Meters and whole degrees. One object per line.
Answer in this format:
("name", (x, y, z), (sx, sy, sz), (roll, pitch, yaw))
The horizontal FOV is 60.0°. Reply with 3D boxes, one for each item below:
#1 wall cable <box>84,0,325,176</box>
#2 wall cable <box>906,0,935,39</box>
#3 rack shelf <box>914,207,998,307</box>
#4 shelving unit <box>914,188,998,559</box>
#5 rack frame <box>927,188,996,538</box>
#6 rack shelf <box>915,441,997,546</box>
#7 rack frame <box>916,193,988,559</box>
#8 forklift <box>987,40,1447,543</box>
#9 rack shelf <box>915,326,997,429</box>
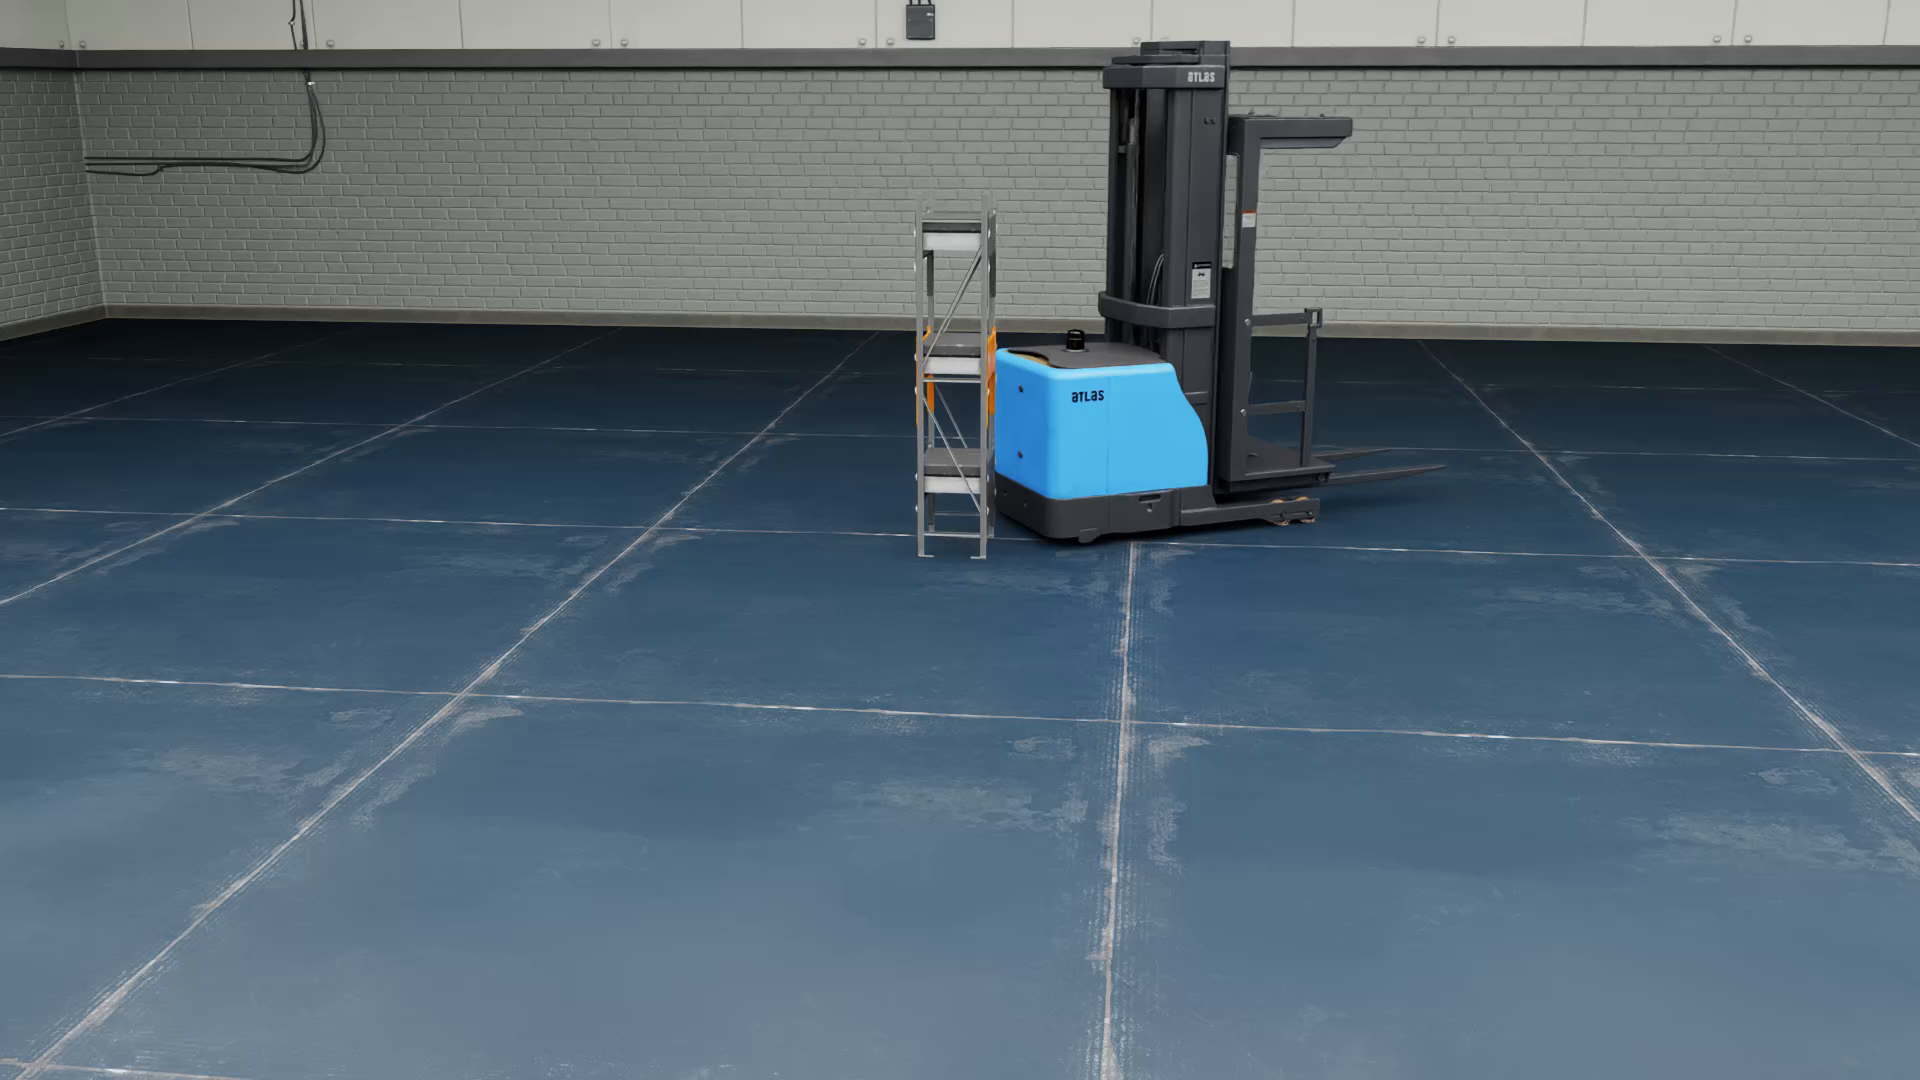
("wall cable", (-8.867, -5.476, 19.124), (3.097, 2.526, 0.112), (2, 15, 6))
("wall cable", (0.564, -8.333, 17.226), (2.305, 6.003, 0.169), (2, 15, 6))
("rack shelf", (-0.019, -1.633, 9.550), (0.431, 0.518, 0.480), (2, 15, 6))
("shelving unit", (-0.019, -0.971, 9.729), (0.431, 2.100, 0.503), (2, 15, 6))
("rack frame", (0.009, -1.034, 9.963), (0.400, 2.100, 0.015), (2, 15, 6))
("rack shelf", (-0.019, -0.282, 9.915), (0.431, 0.518, 0.480), (2, 15, 6))
("rack frame", (-0.046, -0.907, 9.495), (0.400, 2.100, 0.015), (2, 15, 6))
("forklift", (1.741, -1.623, 10.547), (3.031, 2.935, 1.130), (-6, 16, -22))
("rack shelf", (-0.019, -0.957, 9.733), (0.431, 0.518, 0.480), (2, 15, 6))
